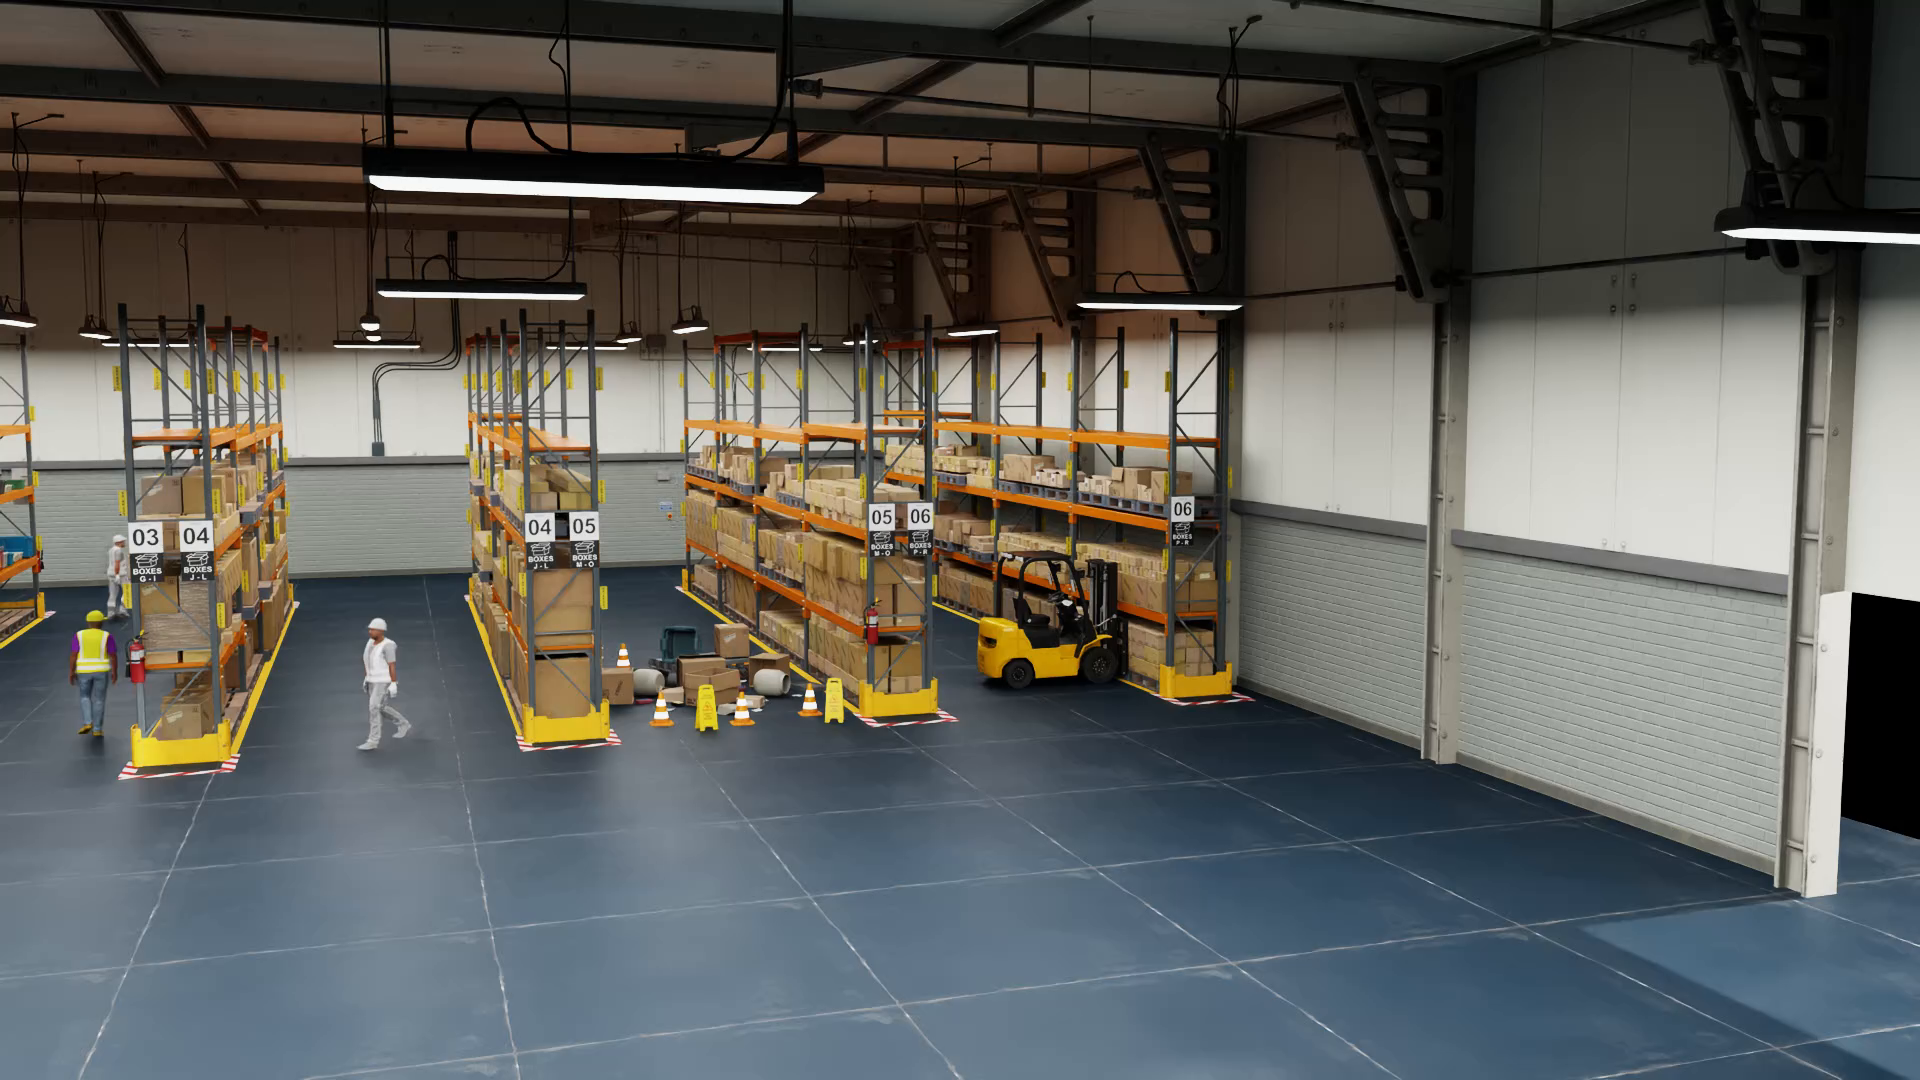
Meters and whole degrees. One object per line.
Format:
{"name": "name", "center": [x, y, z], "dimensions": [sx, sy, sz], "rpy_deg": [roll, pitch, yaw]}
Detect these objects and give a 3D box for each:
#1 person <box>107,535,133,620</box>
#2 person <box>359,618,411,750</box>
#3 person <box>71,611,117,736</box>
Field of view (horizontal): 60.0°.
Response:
{"name": "person", "center": [-17.812, 0.775, 35.112], "dimensions": [0.530, 1.771, 0.532], "rpy_deg": [2, 6, 22]}
{"name": "person", "center": [-7.960, 1.951, 22.912], "dimensions": [0.603, 1.764, 0.903], "rpy_deg": [5, 7, 43]}
{"name": "person", "center": [-12.254, 1.894, 23.566], "dimensions": [0.580, 1.774, 0.506], "rpy_deg": [-2, 6, -23]}
